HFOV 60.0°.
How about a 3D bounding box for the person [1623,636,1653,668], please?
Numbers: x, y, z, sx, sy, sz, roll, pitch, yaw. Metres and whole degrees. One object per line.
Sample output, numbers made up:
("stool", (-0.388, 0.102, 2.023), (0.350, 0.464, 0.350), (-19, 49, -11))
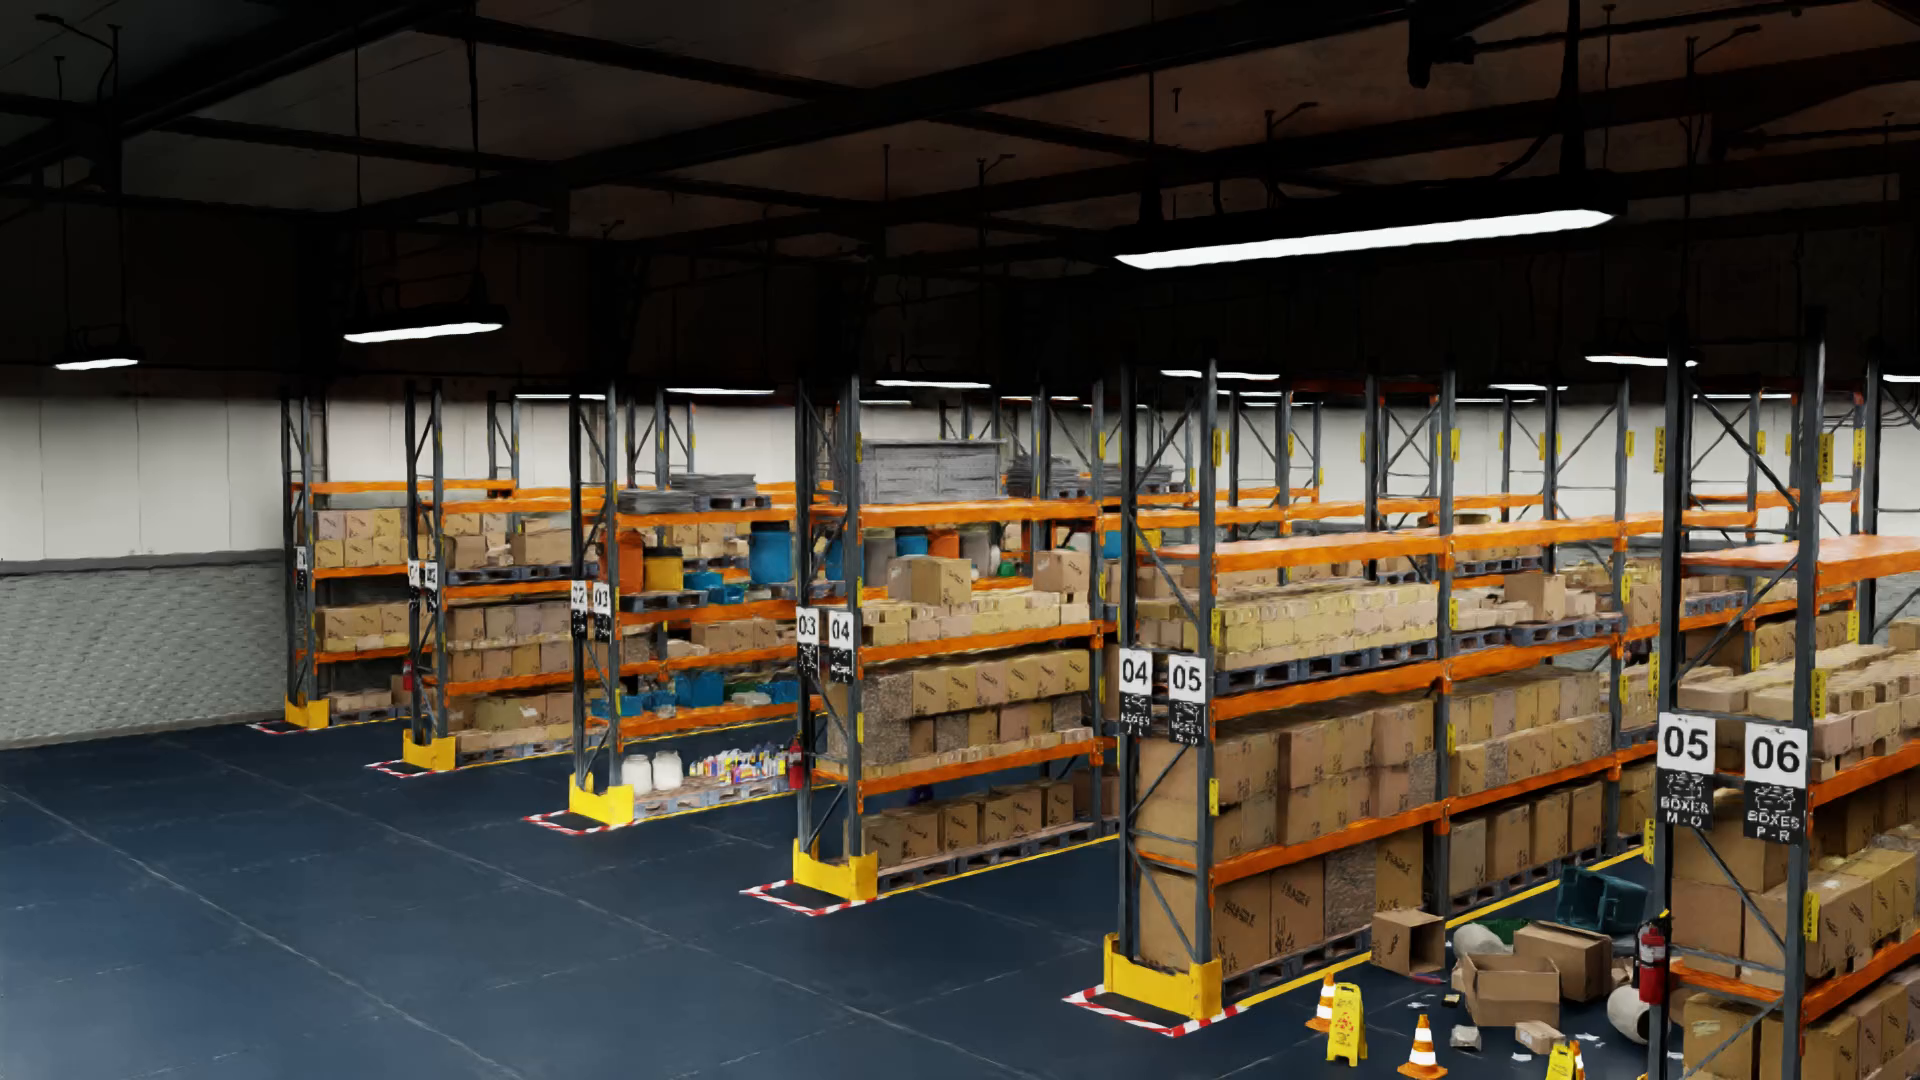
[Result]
("person", (13.256, 2.190, 32.753), (0.785, 1.773, 0.515), (0, 4, 4))

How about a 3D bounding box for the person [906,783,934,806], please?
("person", (-0.626, 2.905, 22.896), (0.478, 1.567, 1.000), (3, 5, 38))

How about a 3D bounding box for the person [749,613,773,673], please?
("person", (-3.875, 2.257, 32.504), (0.682, 1.675, 0.535), (4, 5, 44))
